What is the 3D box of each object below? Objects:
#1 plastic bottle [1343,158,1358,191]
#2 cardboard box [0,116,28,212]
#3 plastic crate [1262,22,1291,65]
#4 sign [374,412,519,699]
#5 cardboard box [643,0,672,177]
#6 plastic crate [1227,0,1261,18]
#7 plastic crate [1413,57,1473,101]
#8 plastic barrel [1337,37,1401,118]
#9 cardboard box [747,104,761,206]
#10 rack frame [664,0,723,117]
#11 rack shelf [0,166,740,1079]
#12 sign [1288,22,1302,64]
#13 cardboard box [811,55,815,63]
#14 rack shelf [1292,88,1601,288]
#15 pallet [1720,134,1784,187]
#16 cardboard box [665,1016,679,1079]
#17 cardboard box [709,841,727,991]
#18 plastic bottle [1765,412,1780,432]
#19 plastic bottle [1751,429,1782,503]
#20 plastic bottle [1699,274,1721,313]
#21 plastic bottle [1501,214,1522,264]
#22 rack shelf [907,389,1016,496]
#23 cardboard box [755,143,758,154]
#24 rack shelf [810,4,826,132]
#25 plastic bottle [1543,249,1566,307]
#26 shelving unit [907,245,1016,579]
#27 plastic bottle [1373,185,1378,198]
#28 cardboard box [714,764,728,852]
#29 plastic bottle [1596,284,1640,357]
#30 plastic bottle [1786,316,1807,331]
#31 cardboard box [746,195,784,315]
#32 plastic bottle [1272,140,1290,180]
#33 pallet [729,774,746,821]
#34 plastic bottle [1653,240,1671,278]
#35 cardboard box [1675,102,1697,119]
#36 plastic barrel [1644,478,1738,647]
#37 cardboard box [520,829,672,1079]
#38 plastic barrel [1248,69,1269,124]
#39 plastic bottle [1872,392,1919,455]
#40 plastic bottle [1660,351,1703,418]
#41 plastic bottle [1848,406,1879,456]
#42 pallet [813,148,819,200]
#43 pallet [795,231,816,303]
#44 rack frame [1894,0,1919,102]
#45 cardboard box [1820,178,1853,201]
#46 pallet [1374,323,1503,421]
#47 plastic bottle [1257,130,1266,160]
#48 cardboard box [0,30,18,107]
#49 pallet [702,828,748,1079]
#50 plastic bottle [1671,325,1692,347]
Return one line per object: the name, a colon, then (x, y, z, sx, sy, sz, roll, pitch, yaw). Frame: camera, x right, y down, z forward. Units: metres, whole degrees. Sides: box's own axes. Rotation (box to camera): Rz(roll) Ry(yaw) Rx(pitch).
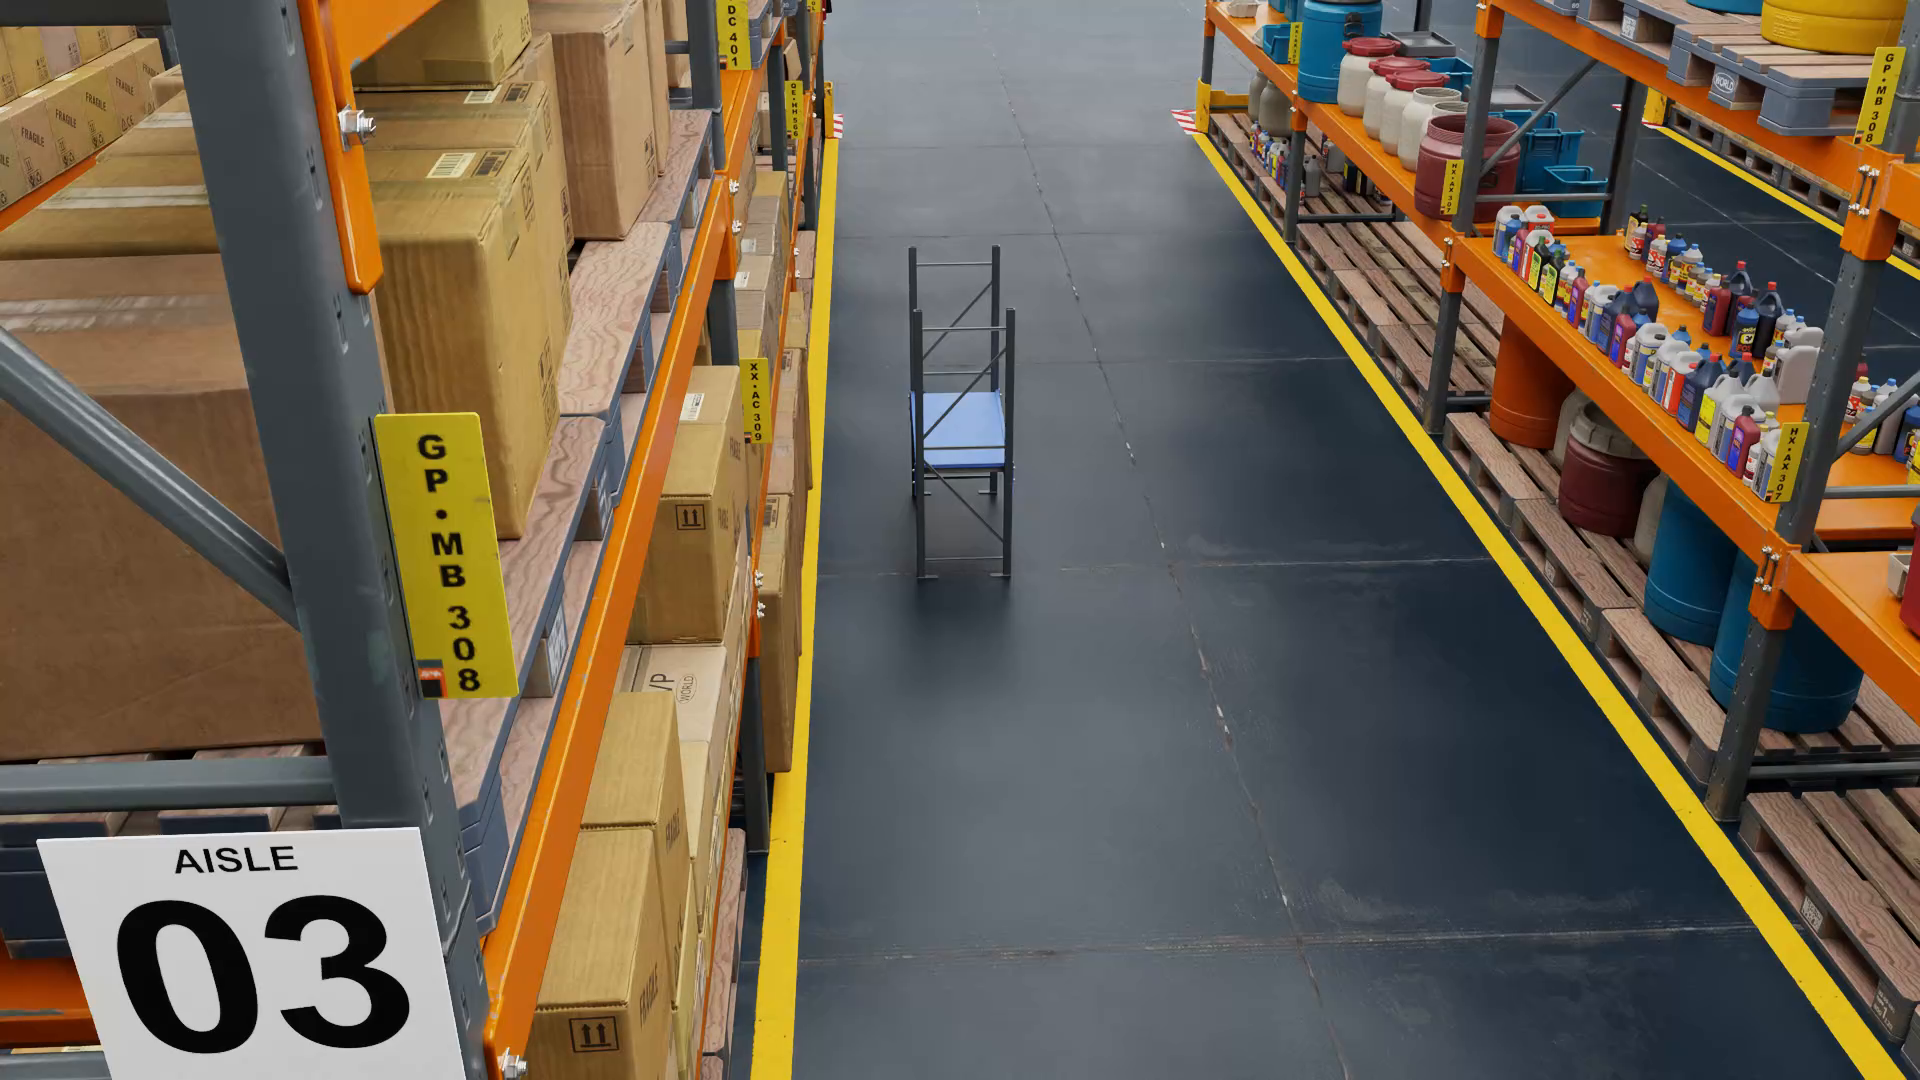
plastic bottle: (3.475, -3.276, 14.675, 0.144, 0.351, 0.185, -1, 28, -3)
cardboard box: (-6.232, -2.329, 10.363, 0.500, 0.500, 0.500, -2, 28, -3)
plastic crate: (2.918, -4.314, 14.439, 0.499, 0.251, 0.616, -1, 28, -3)
sign: (-0.518, 0.022, 1.689, 0.100, 0.325, 0.005, -1, 28, -3)
cardboard box: (-1.181, -1.307, 4.597, 0.700, 0.500, 0.500, -3, 28, -6)
plastic crate: (2.763, -5.185, 16.233, 0.298, 0.136, 0.250, -1, 28, -3)
plastic crate: (3.615, -3.367, 12.479, 0.392, 0.384, 0.575, -1, 28, -3)
plastic barrel: (3.078, -3.489, 12.549, 0.433, 0.535, 0.433, 0, 28, 0)
cardboard box: (-1.469, -2.060, 8.763, 0.797, 0.503, 0.637, 0, 28, -1)
rack frame: (-1.282, -2.722, 4.737, 1.000, 3.000, 0.127, -1, 28, -3)
rack shelf: (-1.177, -0.149, 3.826, 1.077, 0.370, 4.000, -1, 28, -3)
sign: (2.697, -3.990, 13.358, 0.100, 0.325, 0.005, -1, 28, -3)
cardboard box: (-1.446, -4.214, 14.357, 0.380, 0.149, 0.250, -1, 28, -3)
rack shelf: (3.351, -2.633, 11.833, 1.077, 0.370, 4.000, -1, 28, -3)
pallet: (8.127, -3.690, 16.097, 1.003, 0.211, 1.213, -1, 28, -3)
cardboard box: (-0.862, 1.252, 3.446, 0.500, 0.250, 0.500, -2, 28, -3)
cardboard box: (-1.327, 1.001, 5.931, 0.875, 0.875, 0.875, -1, 28, -3)
plastic bottle: (3.426, -0.448, 7.080, 0.097, 0.201, 0.097, 0, 28, 0)
plastic bottle: (3.321, -0.300, 6.717, 0.152, 0.276, 0.135, -1, 28, -3)
plastic bottle: (3.938, -1.289, 8.692, 0.097, 0.201, 0.097, 0, 28, 0)
plastic bottle: (3.134, -1.710, 9.423, 0.097, 0.271, 0.097, 0, 28, 0)
rack shelf: (-0.004, -0.545, 9.062, 0.538, 0.185, 1.000, -1, 28, -3)
cardboard box: (-1.688, -2.643, 10.512, 0.700, 0.500, 0.500, 3, 28, 5)
rack shelf: (-1.804, -4.361, 15.145, 1.077, 0.370, 4.000, -1, 28, -3)
plastic bottle: (3.153, -1.386, 8.790, 0.061, 0.283, 0.133, -1, 28, -3)
shelving unit: (-0.004, -0.704, 8.979, 0.538, 1.500, 1.048, -1, 28, -3)
plastic bottle: (3.657, -3.082, 14.465, 0.097, 0.201, 0.097, 0, 28, 0)
cardboard box: (-0.871, 0.776, 4.790, 0.380, 0.149, 0.250, -2, 28, -3)
plastic bottle: (3.232, -1.085, 8.139, 0.144, 0.351, 0.185, -1, 28, -3)
plastic bottle: (3.982, -0.936, 7.940, 0.097, 0.271, 0.097, 0, 28, 0)
cardboard box: (-1.197, -1.501, 8.776, 0.500, 0.500, 0.500, -2, 28, -3)
plastic bottle: (2.898, -3.425, 14.961, 0.144, 0.351, 0.185, -2, 28, -3)
pallet: (-1.397, 0.820, 7.449, 1.003, 0.211, 1.213, -1, 28, -3)
plastic bottle: (3.908, -1.559, 9.210, 0.097, 0.201, 0.097, 0, 28, 0)
cardboard box: (7.791, -4.555, 17.259, 0.500, 0.250, 0.500, -1, 28, -3)
plastic barrel: (3.616, -0.016, 7.851, 0.600, 0.901, 0.708, -1, 28, -3)
cardboard box: (-0.854, 0.929, 3.255, 0.500, 0.500, 0.500, -2, 28, -4)
plastic barrel: (3.149, -4.504, 16.878, 0.421, 0.512, 0.421, 0, 28, 0)
plastic bottle: (4.002, -0.518, 7.134, 0.152, 0.276, 0.135, -1, 28, -3)
plastic bottle: (3.276, -0.702, 7.487, 0.152, 0.276, 0.135, -1, 28, -3)
plastic bottle: (3.878, -0.473, 7.129, 0.097, 0.201, 0.097, 0, 28, 0)
pallet: (-1.837, -3.394, 15.529, 1.003, 0.211, 1.213, -1, 28, -3)
pallet: (-1.657, -2.160, 13.164, 1.003, 0.211, 1.213, -1, 28, -3)
rack frame: (3.664, -2.841, 4.967, 1.000, 3.000, 0.127, -1, 28, -3)
cardboard box: (7.951, -3.170, 14.603, 0.500, 0.250, 0.500, -1, 28, -3)
pallet: (3.454, -1.151, 11.228, 1.003, 0.211, 1.213, -1, 28, -3)
plastic bottle: (2.839, -3.705, 15.585, 0.097, 0.271, 0.097, 0, 28, 0)
cardboard box: (-6.519, -3.001, 10.572, 0.700, 0.500, 0.500, -2, 28, -3)
pallet: (-1.320, 1.528, 6.092, 1.003, 0.211, 1.213, -1, 28, -3)
plastic bottle: (3.380, -0.881, 7.834, 0.097, 0.271, 0.097, 0, 28, 0)
